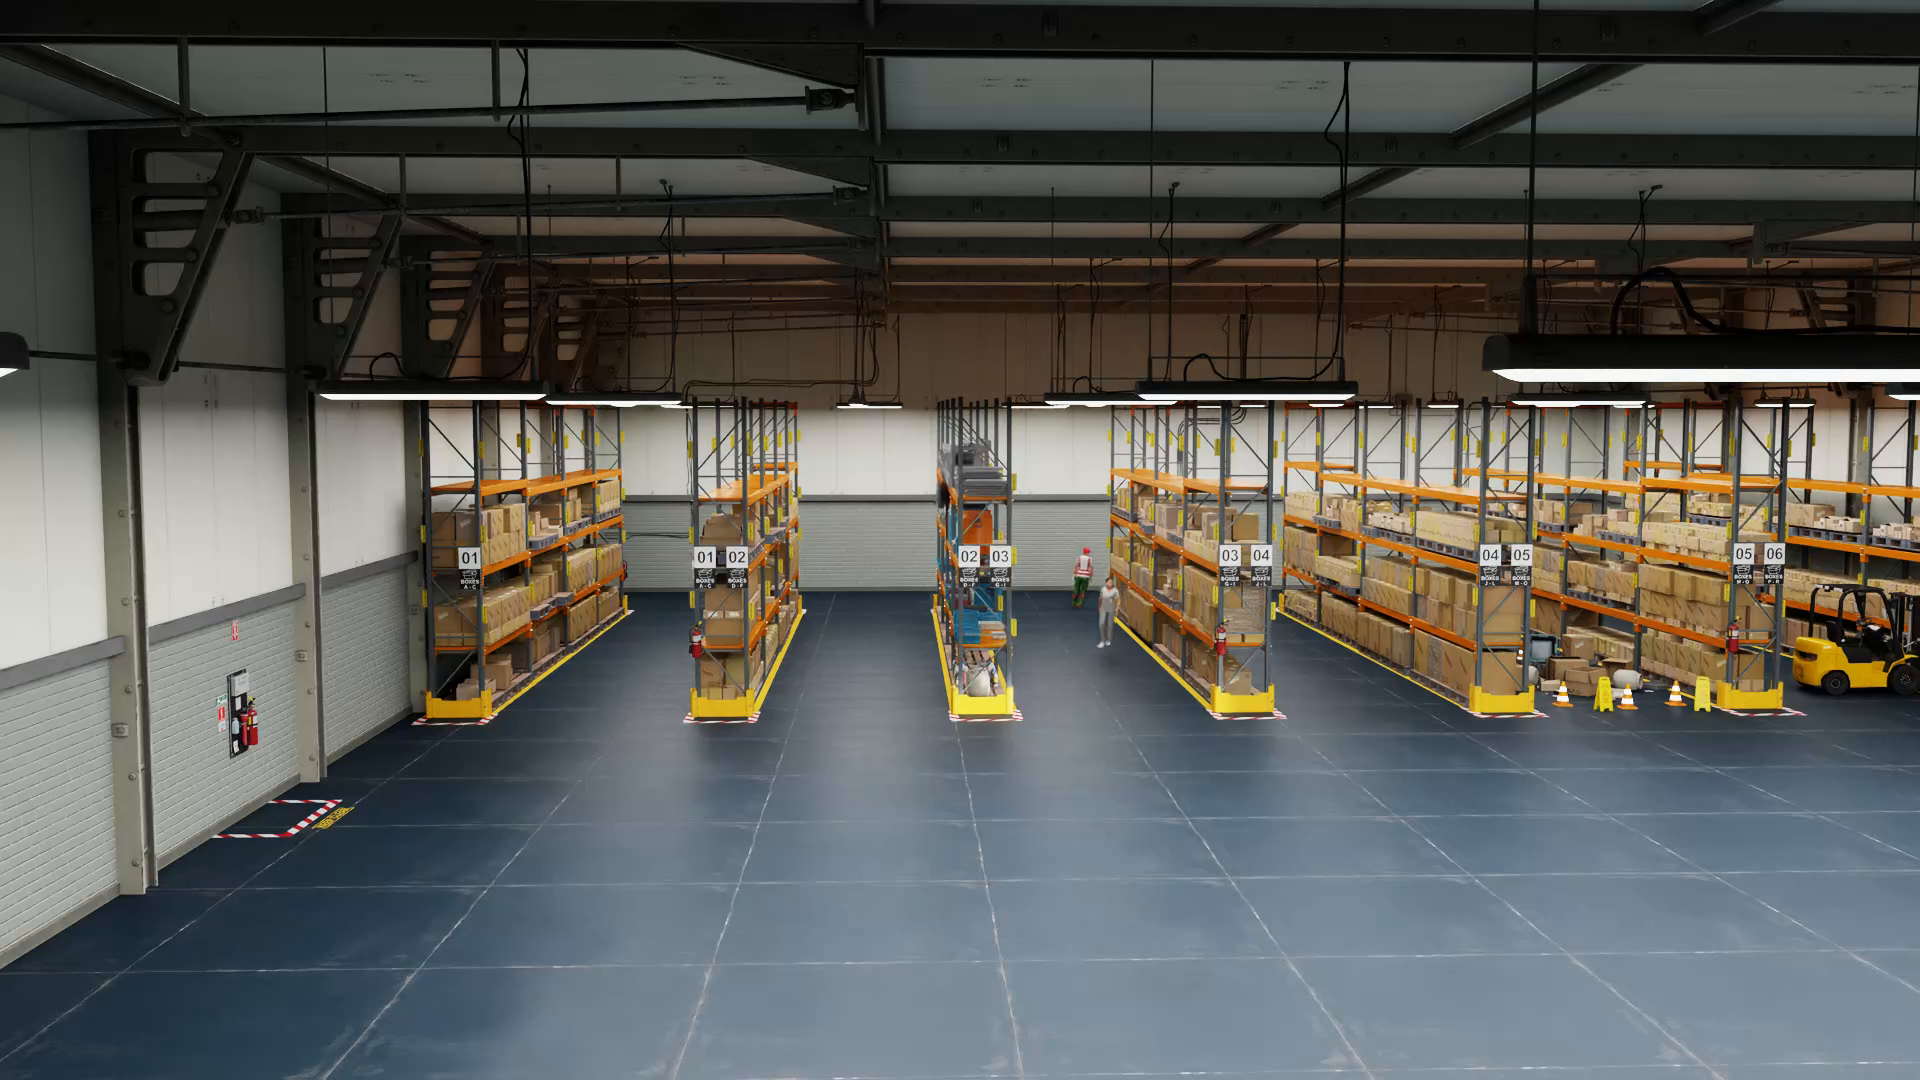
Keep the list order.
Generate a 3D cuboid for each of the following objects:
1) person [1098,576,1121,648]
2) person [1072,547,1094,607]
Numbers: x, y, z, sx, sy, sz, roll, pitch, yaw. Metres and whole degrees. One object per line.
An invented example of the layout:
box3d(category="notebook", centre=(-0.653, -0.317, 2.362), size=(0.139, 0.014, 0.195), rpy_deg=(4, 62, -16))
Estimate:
box3d(category="person", centre=(3.448, 1.654, 38.446), size=(0.551, 1.660, 0.724), rpy_deg=(1, 4, 11))
box3d(category="person", centre=(3.601, 1.099, 48.666), size=(0.660, 1.790, 0.427), rpy_deg=(1, 5, 15))
